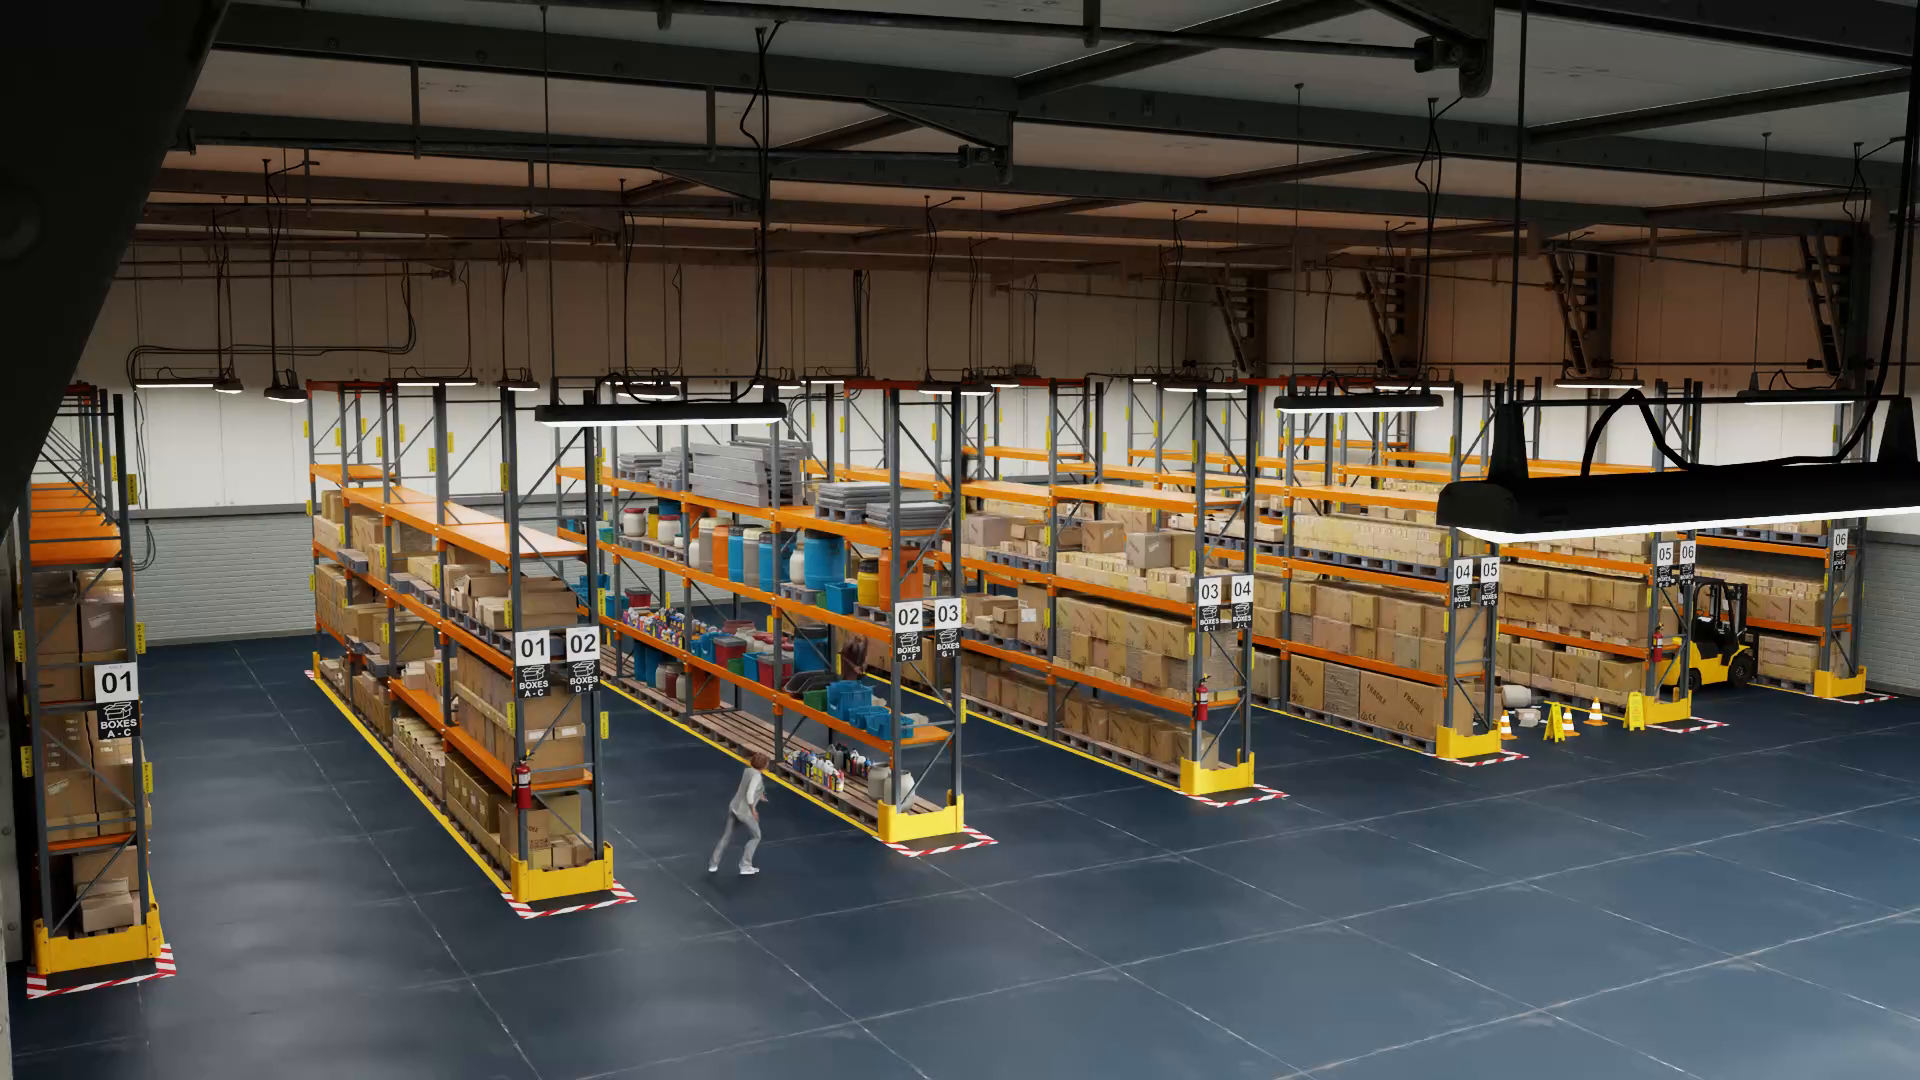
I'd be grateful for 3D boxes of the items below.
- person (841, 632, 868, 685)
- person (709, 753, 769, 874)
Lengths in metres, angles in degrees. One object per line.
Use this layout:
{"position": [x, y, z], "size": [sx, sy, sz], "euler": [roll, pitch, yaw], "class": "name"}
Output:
{"position": [-1.994, 2.325, 30.059], "size": [0.883, 1.624, 0.677], "euler": [5, 8, 38], "class": "person"}
{"position": [-2.709, 3.399, 20.630], "size": [0.807, 1.521, 0.590], "euler": [-5, 8, -39], "class": "person"}
